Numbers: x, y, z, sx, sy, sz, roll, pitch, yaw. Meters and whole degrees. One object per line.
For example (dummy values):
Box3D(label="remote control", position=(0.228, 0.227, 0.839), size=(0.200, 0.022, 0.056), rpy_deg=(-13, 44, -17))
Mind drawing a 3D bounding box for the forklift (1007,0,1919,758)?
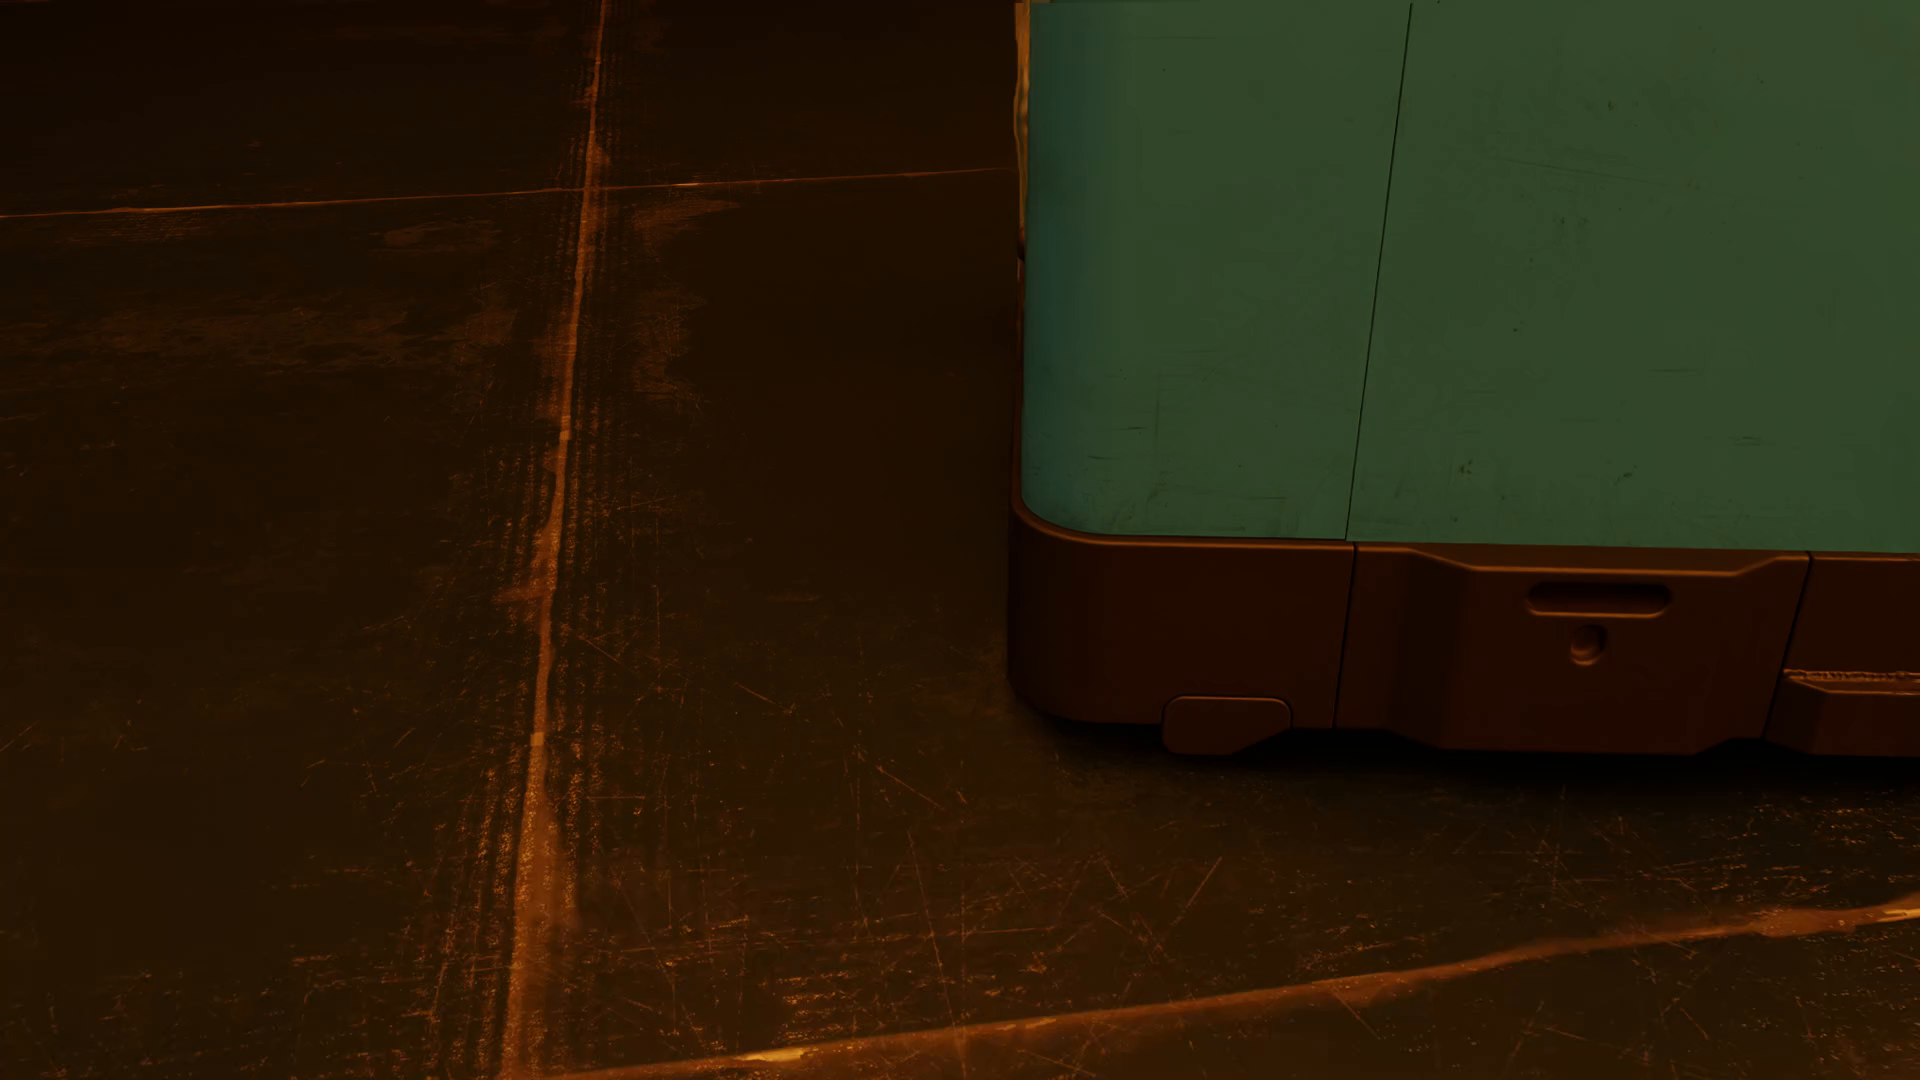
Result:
Box3D(label="forklift", position=(1.591, -1.232, 1.696), size=(3.031, 2.935, 1.130), rpy_deg=(1, 28, 2))

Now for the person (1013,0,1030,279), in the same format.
Box3D(label="person", position=(0.316, -1.153, 2.914), size=(0.700, 1.652, 0.315), rpy_deg=(0, 28, 1))
